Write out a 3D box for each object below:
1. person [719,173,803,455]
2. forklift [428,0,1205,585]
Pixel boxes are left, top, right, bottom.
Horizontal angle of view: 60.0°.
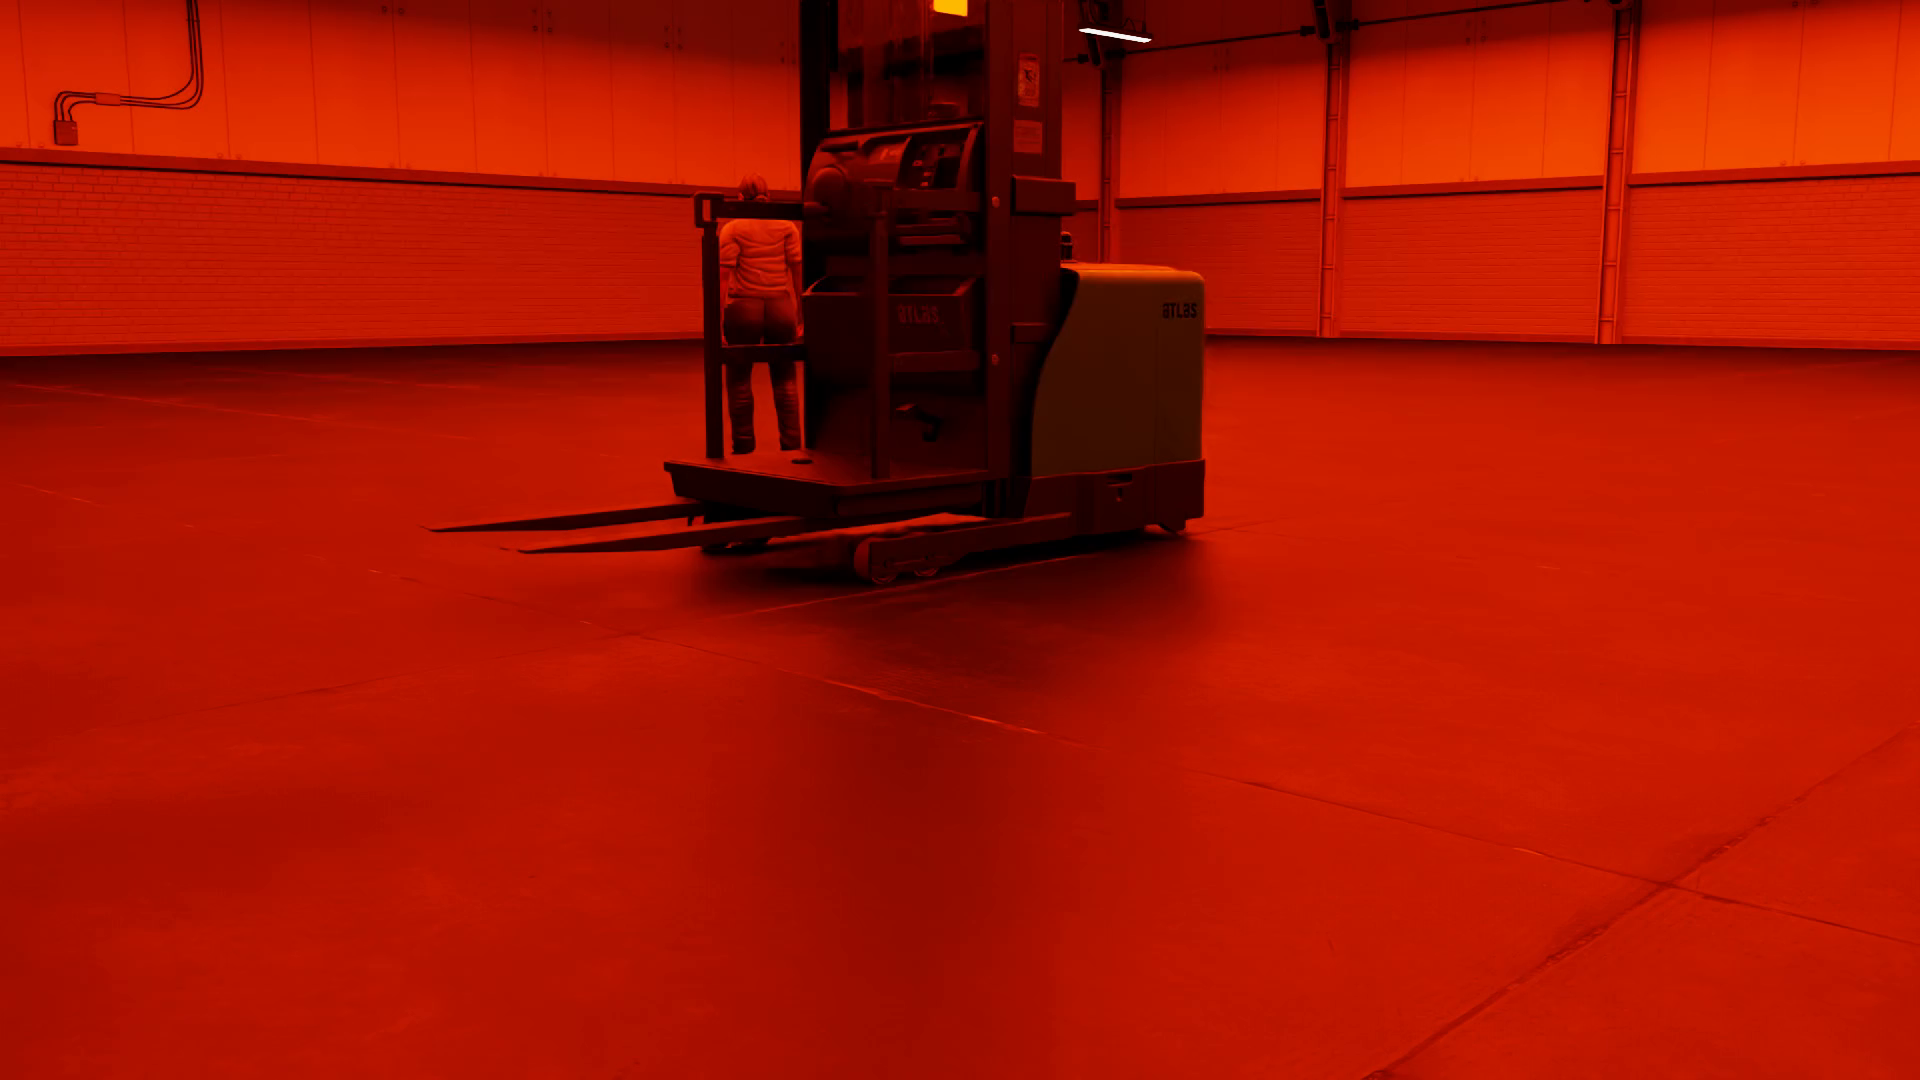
[{"bbox_3d":[-1.158,-1.251,9.546,0.559,1.668,0.434,-3,9,-19],"label":"person"},{"bbox_3d":[-0.414,-1.383,6.057,3.031,2.935,1.130,-8,12,-42],"label":"forklift"}]
